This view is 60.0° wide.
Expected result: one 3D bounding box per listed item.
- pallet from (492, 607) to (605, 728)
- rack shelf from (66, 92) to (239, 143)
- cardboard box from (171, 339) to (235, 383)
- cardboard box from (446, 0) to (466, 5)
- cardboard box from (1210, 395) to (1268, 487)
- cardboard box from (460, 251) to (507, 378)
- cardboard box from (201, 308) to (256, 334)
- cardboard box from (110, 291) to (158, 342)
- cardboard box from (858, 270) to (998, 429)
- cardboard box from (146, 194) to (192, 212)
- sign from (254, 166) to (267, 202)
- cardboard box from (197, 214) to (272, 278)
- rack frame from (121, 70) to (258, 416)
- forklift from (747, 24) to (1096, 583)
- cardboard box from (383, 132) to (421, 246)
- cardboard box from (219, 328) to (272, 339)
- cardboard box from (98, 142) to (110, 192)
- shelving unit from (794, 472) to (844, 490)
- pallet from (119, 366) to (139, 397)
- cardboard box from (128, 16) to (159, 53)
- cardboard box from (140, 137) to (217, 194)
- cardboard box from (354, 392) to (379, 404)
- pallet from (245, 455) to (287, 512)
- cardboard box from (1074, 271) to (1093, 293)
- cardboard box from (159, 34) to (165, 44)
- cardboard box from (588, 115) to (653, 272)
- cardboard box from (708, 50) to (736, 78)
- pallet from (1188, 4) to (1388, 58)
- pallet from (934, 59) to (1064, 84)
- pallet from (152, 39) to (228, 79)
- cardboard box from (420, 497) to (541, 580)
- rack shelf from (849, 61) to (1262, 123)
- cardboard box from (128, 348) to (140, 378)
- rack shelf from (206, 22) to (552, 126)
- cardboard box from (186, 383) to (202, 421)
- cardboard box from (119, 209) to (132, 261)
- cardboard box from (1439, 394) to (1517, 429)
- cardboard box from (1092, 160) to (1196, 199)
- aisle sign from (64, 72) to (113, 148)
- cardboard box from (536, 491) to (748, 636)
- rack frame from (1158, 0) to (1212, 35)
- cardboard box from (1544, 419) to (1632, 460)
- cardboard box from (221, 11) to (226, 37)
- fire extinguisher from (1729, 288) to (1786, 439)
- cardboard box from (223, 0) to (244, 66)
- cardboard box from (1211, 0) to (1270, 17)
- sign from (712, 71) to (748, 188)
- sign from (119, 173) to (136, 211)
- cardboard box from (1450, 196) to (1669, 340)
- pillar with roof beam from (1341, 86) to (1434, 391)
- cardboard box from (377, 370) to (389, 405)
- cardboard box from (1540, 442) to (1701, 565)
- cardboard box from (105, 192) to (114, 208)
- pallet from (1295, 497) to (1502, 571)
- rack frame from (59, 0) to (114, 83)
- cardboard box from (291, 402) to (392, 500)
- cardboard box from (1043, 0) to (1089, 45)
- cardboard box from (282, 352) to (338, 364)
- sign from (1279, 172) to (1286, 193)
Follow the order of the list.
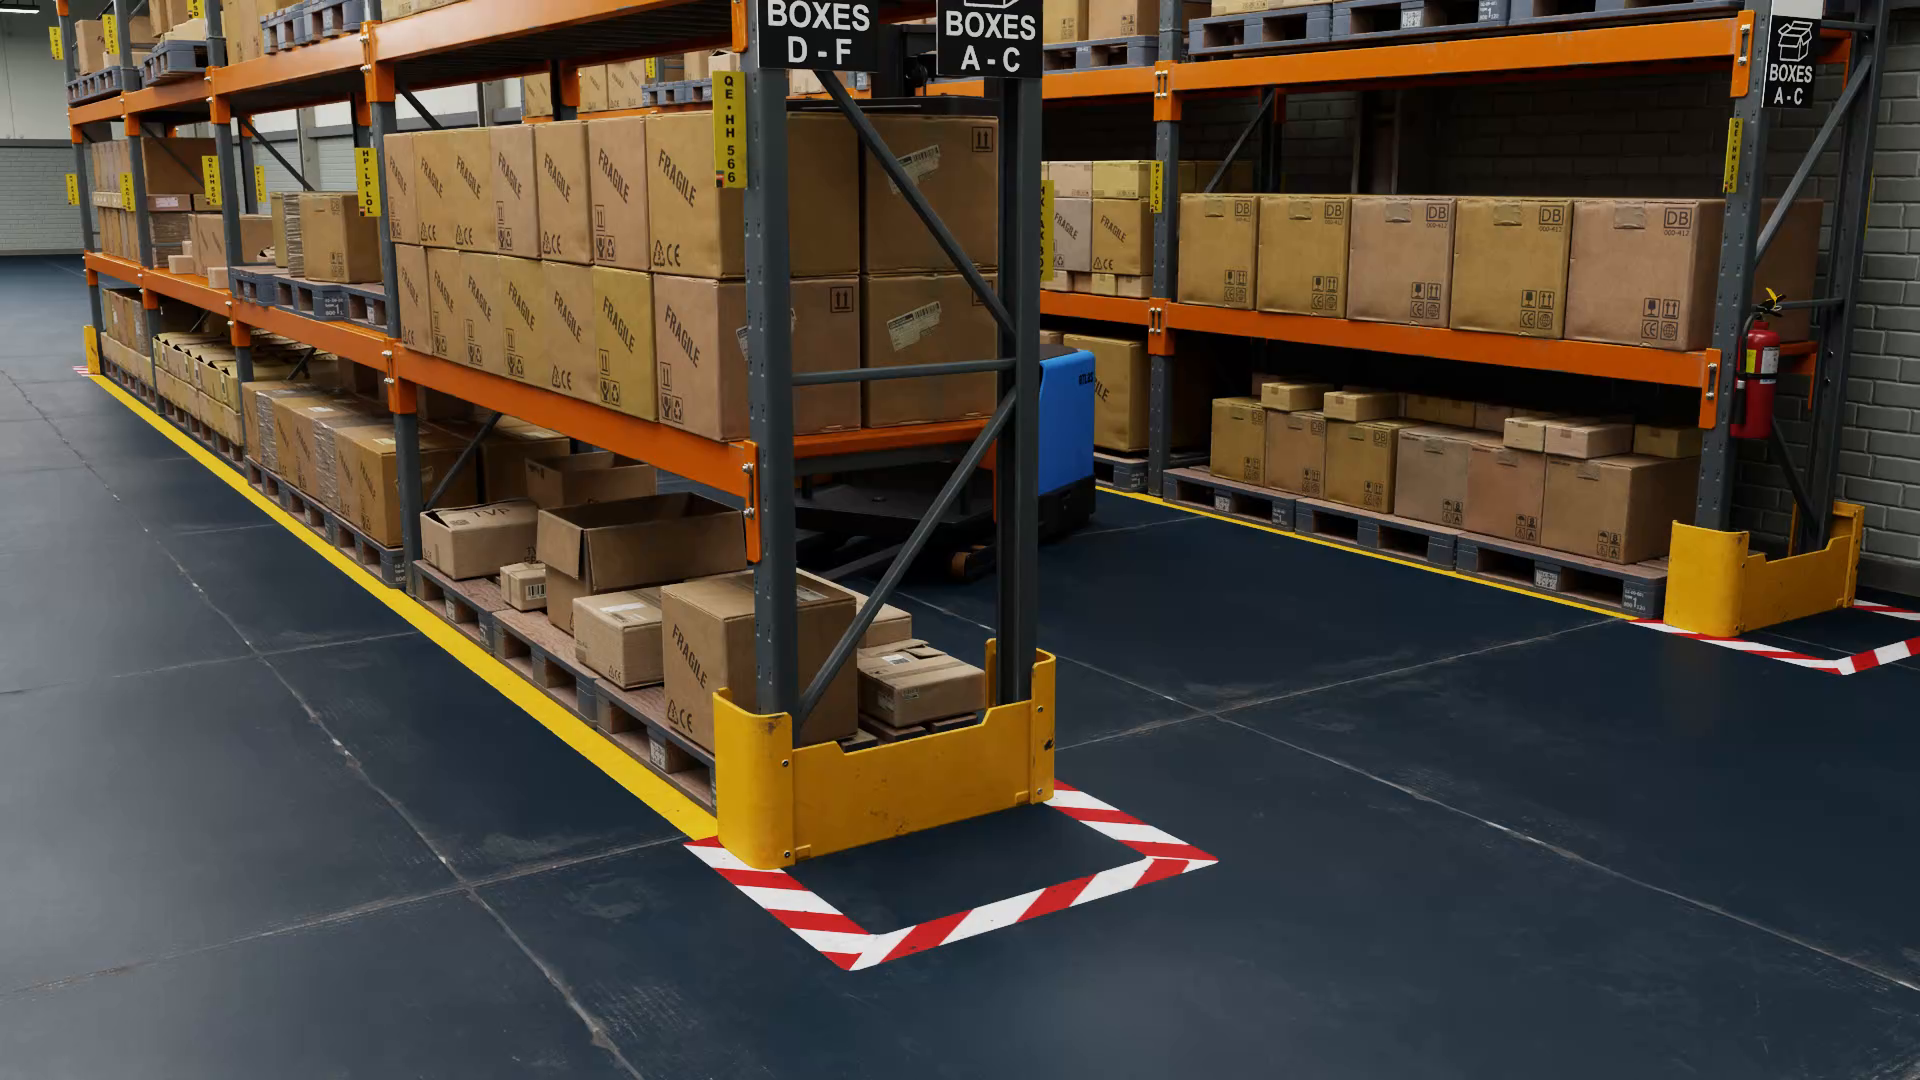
[{"bbox_3d":[-1.344,0.471,7.216,1.003,0.211,1.213,-8,15,-33],"label":"pallet"},{"bbox_3d":[-7.944,-4.124,16.359,1.077,0.370,4.000,-8,15,-33],"label":"rack shelf"},{"bbox_3d":[-6.254,-1.505,13.864,0.500,0.311,0.500,-9,15,-35],"label":"cardboard box"},{"bbox_3d":[-1.791,-2.329,6.820,0.500,0.250,0.500,-8,15,-33],"label":"cardboard box"},{"bbox_3d":[2.047,-0.657,10.713,0.700,0.500,0.500,-8,15,-32],"label":"cardboard box"},{"bbox_3d":[-1.787,-0.977,7.075,0.500,0.500,0.500,-8,15,-33],"label":"cardboard box"},{"bbox_3d":[-6.832,-2.002,15.692,0.500,0.500,0.500,-8,15,-33],"label":"cardboard box"},{"bbox_3d":[-8.374,-2.296,17.037,0.500,0.500,0.500,-8,15,-33],"label":"cardboard box"},{"bbox_3d":[-0.214,-0.679,5.710,0.500,0.500,0.500,-8,15,-32],"label":"cardboard box"},{"bbox_3d":[-7.165,-3.043,15.002,0.380,0.149,0.250,-8,15,-33],"label":"cardboard box"},{"bbox_3d":[-6.390,-3.247,15.163,0.100,0.325,0.005,-8,15,-33],"label":"sign"},{"bbox_3d":[-5.855,-2.382,13.497,0.500,0.500,0.500,-8,15,-33],"label":"cardboard box"},{"bbox_3d":[-6.836,-2.654,14.976,1.000,3.000,0.127,-8,15,-33],"label":"rack frame"},{"bbox_3d":[-0.289,-1.314,9.009,1.130,2.935,3.031,6,14,27],"label":"forklift"},{"bbox_3d":[-2.377,-1.651,7.817,0.500,0.500,0.500,-8,14,-31],"label":"cardboard box"},{"bbox_3d":[-6.373,-1.752,14.991,0.500,0.311,0.500,-8,15,-33],"label":"cardboard box"},{"bbox_3d":[-8.479,-3.861,17.226,0.700,0.500,0.500,-9,15,-34],"label":"cardboard box"},{"bbox_3d":[-0.618,-1.041,11.113,1.083,1.500,0.587,10,16,37],"label":"shelving unit"},{"bbox_3d":[-7.922,-1.655,16.937,1.003,0.211,1.213,-8,15,-33],"label":"pallet"},{"bbox_3d":[-7.644,-4.751,15.993,0.797,0.503,0.637,-6,14,-27],"label":"cardboard box"},{"bbox_3d":[-7.087,-3.415,15.185,0.700,0.500,0.500,-8,15,-32],"label":"cardboard box"},{"bbox_3d":[-3.620,-0.706,10.889,0.500,0.500,0.500,-9,15,-35],"label":"cardboard box"},{"bbox_3d":[-4.238,-0.443,11.394,1.003,0.211,1.213,-8,15,-33],"label":"pallet"},{"bbox_3d":[1.030,-1.825,11.728,0.380,0.149,0.250,-8,14,-31],"label":"cardboard box"},{"bbox_3d":[-6.503,-4.140,14.121,0.500,0.250,0.500,-6,14,-27],"label":"cardboard box"},{"bbox_3d":[-0.944,-1.193,5.723,0.500,0.500,0.500,-8,14,-31],"label":"cardboard box"},{"bbox_3d":[-2.137,-4.652,16.316,0.500,0.311,0.500,-8,14,-31],"label":"cardboard box"},{"bbox_3d":[2.163,-3.093,10.173,1.003,0.211,1.213,-8,15,-33],"label":"pallet"},{"bbox_3d":[0.525,-3.596,12.705,1.003,0.211,1.213,-7,14,-30],"label":"pallet"},{"bbox_3d":[-5.070,-3.426,11.927,1.213,0.211,1.003,-7,14,-30],"label":"pallet"},{"bbox_3d":[-2.351,-0.032,8.252,0.500,0.311,0.500,-8,15,-33],"label":"cardboard box"},{"bbox_3d":[0.610,-3.288,12.538,1.077,0.370,4.000,-8,15,-33],"label":"rack shelf"},{"bbox_3d":[-7.833,-1.750,16.295,0.500,0.250,0.500,-8,15,-33],"label":"cardboard box"},{"bbox_3d":[-3.512,-2.701,9.853,1.077,0.370,4.000,-8,15,-33],"label":"rack shelf"},{"bbox_3d":[-5.966,-1.141,13.513,0.500,0.250,0.500,-8,15,-32],"label":"cardboard box"},{"bbox_3d":[-7.944,-3.055,16.575,0.700,0.500,0.500,-8,14,-31],"label":"cardboard box"},{"bbox_3d":[2.995,-0.747,9.606,0.380,0.149,0.250,-8,15,-32],"label":"cardboard box"},{"bbox_3d":[1.246,-2.441,11.271,0.500,0.250,0.500,-8,14,-31],"label":"cardboard box"},{"bbox_3d":[-9.344,-4.611,17.839,0.394,0.787,0.004,-8,15,-33],"label":"aisle sign"},{"bbox_3d":[-1.358,0.107,7.165,0.797,0.503,0.637,-8,15,-33],"label":"cardboard box"},{"bbox_3d":[1.718,-4.749,10.514,1.000,3.000,0.127,-8,15,-33],"label":"rack frame"},{"bbox_3d":[3.240,-0.522,8.575,0.380,0.149,0.250,-8,15,-33],"label":"cardboard box"},{"bbox_3d":[-4.918,-3.614,11.713,0.500,0.250,0.500,-9,15,-37],"label":"cardboard box"},{"bbox_3d":[3.634,-0.805,7.577,0.296,0.674,0.183,-8,15,-33],"label":"fire extinguisher"},{"bbox_3d":[-4.350,-3.383,11.056,0.910,0.500,0.500,-8,15,-33],"label":"cardboard box"},{"bbox_3d":[1.881,-3.310,10.090,0.500,0.250,0.500,-8,15,-33],"label":"cardboard box"},{"bbox_3d":[-0.661,-1.178,4.776,0.100,0.325,0.005,-8,15,-33],"label":"sign"},{"bbox_3d":[-7.297,-3.050,14.574,0.100,0.325,0.005,-8,15,-33],"label":"sign"},{"bbox_3d":[3.231,-1.471,8.865,0.980,0.700,0.700,-8,15,-33],"label":"cardboard box"},{"bbox_3d":[-0.758,-4.217,8.083,9.100,9.000,0.400,-8,15,-33],"label":"pillar with roof beam"},{"bbox_3d":[-3.301,-0.973,10.357,0.500,0.250,0.500,-8,15,-34],"label":"cardboard box"},{"bbox_3d":[3.463,-0.203,8.639,0.700,0.500,0.500,-8,15,-33],"label":"cardboard box"},{"bbox_3d":[-8.441,-3.452,16.875,0.380,0.149,0.250,-9,15,-35],"label":"cardboard box"},{"bbox_3d":[2.754,-0.094,9.799,1.003,0.211,1.213,-8,15,-33],"label":"pallet"},{"bbox_3d":[-9.052,-6.296,17.589,1.000,3.000,0.127,-8,15,-33],"label":"rack frame"},{"bbox_3d":[-3.744,-0.547,10.164,0.500,0.500,0.500,-9,15,-35],"label":"cardboard box"},{"bbox_3d":[0.960,-3.808,11.969,0.700,0.500,0.500,-8,15,-34],"label":"cardboard box"},{"bbox_3d":[-4.964,-1.299,12.920,0.500,0.311,0.500,-9,15,-34],"label":"cardboard box"},{"bbox_3d":[2.179,-2.346,11.355,0.100,0.325,0.005,-8,15,-33],"label":"sign"}]
